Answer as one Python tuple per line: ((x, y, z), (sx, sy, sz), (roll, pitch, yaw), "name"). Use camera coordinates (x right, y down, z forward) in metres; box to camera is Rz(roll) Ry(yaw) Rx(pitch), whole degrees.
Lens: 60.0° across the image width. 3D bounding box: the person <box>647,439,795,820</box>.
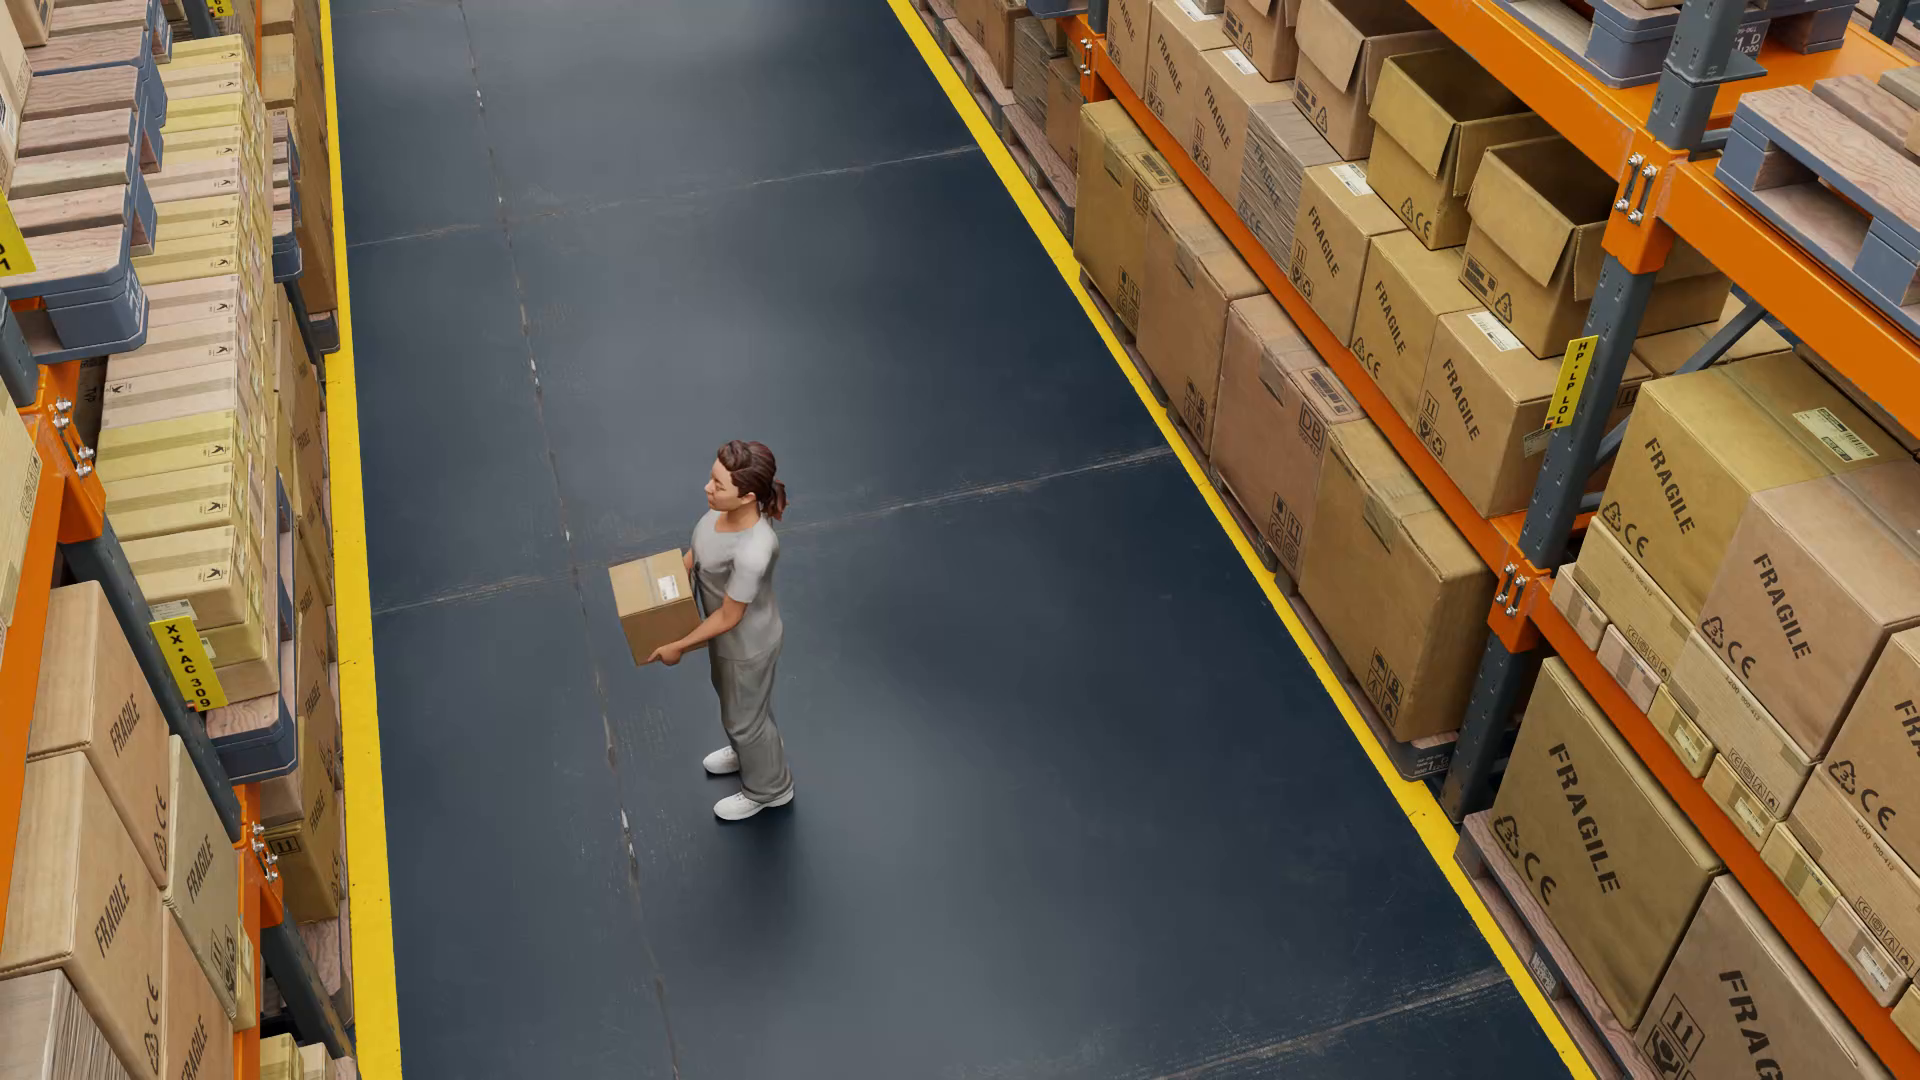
((-0.832, 0.342, 5.811), (0.540, 1.641, 0.438), (-12, 44, -13), "person")
